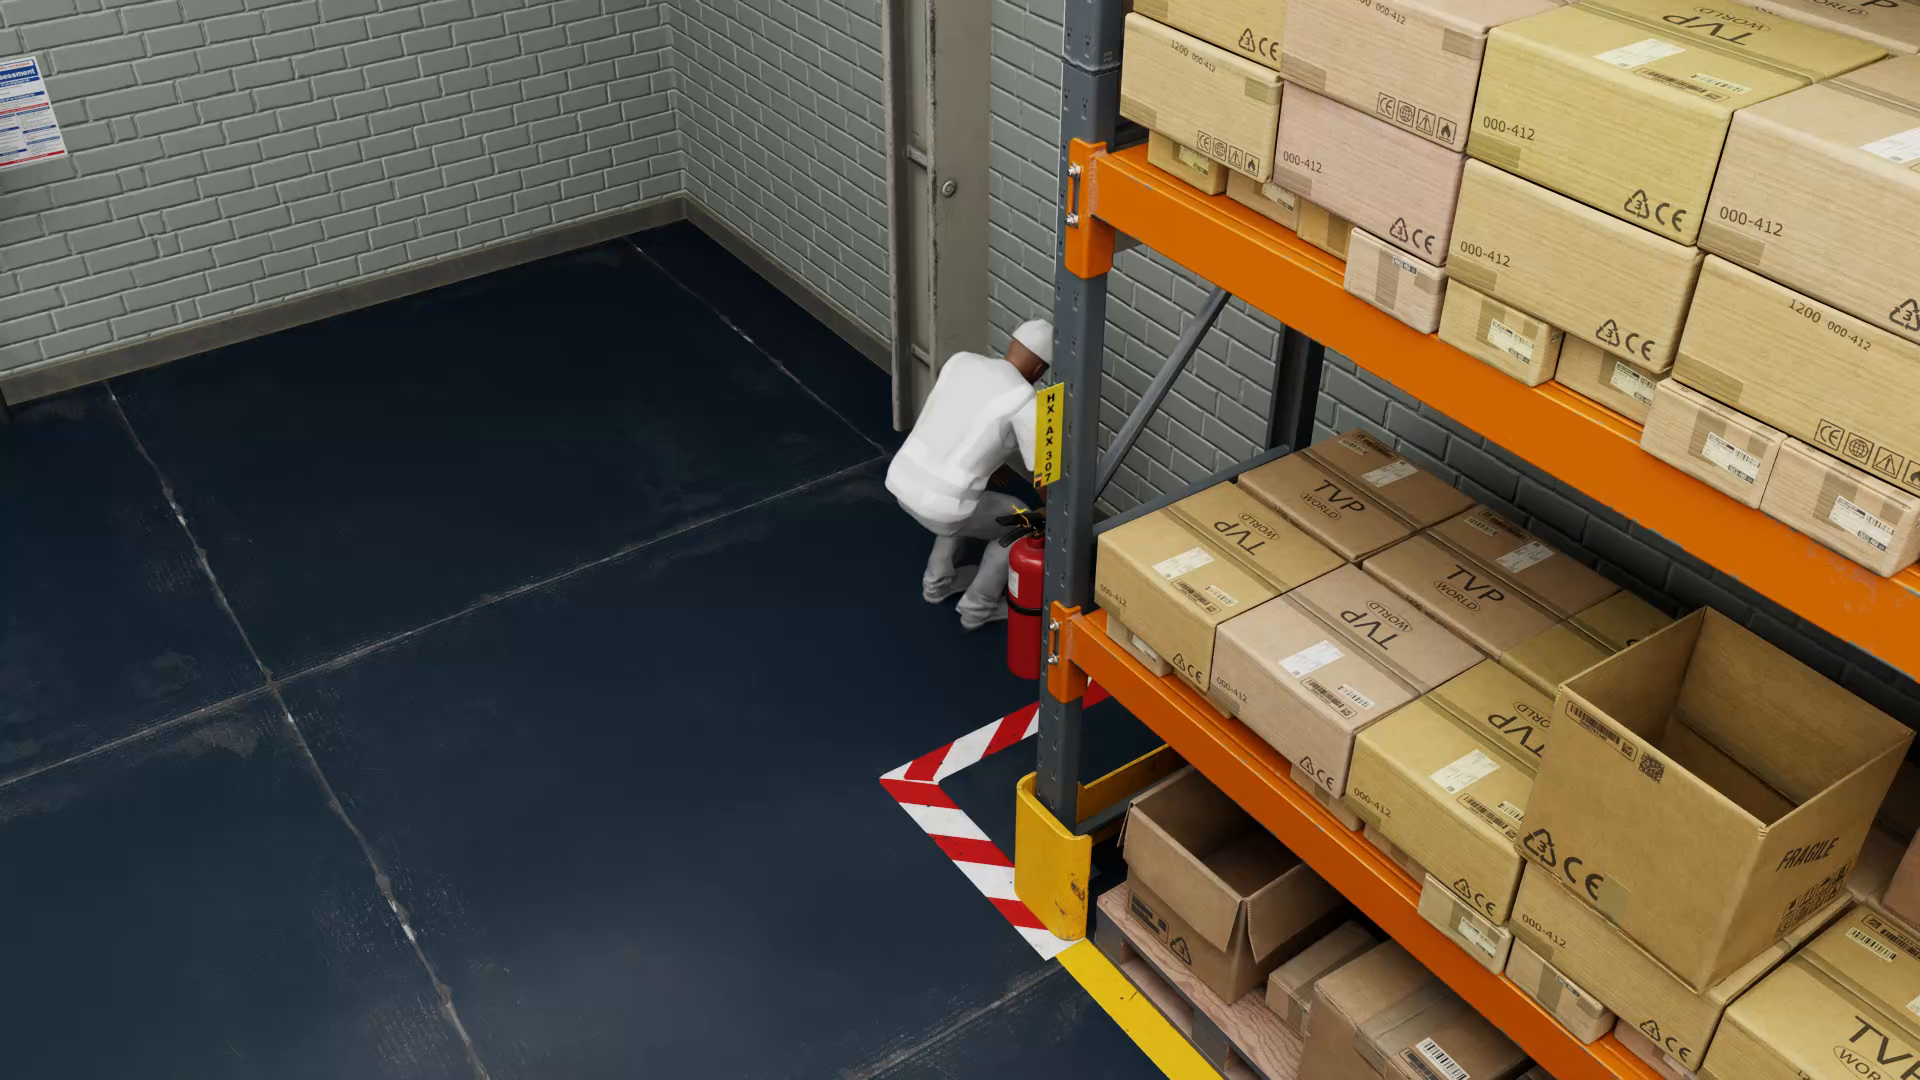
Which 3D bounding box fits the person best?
[{"bbox_3d":[0.073,-0.273,6.941,0.828,1.250,0.625,-23,42,-28],"label":"person"}]
